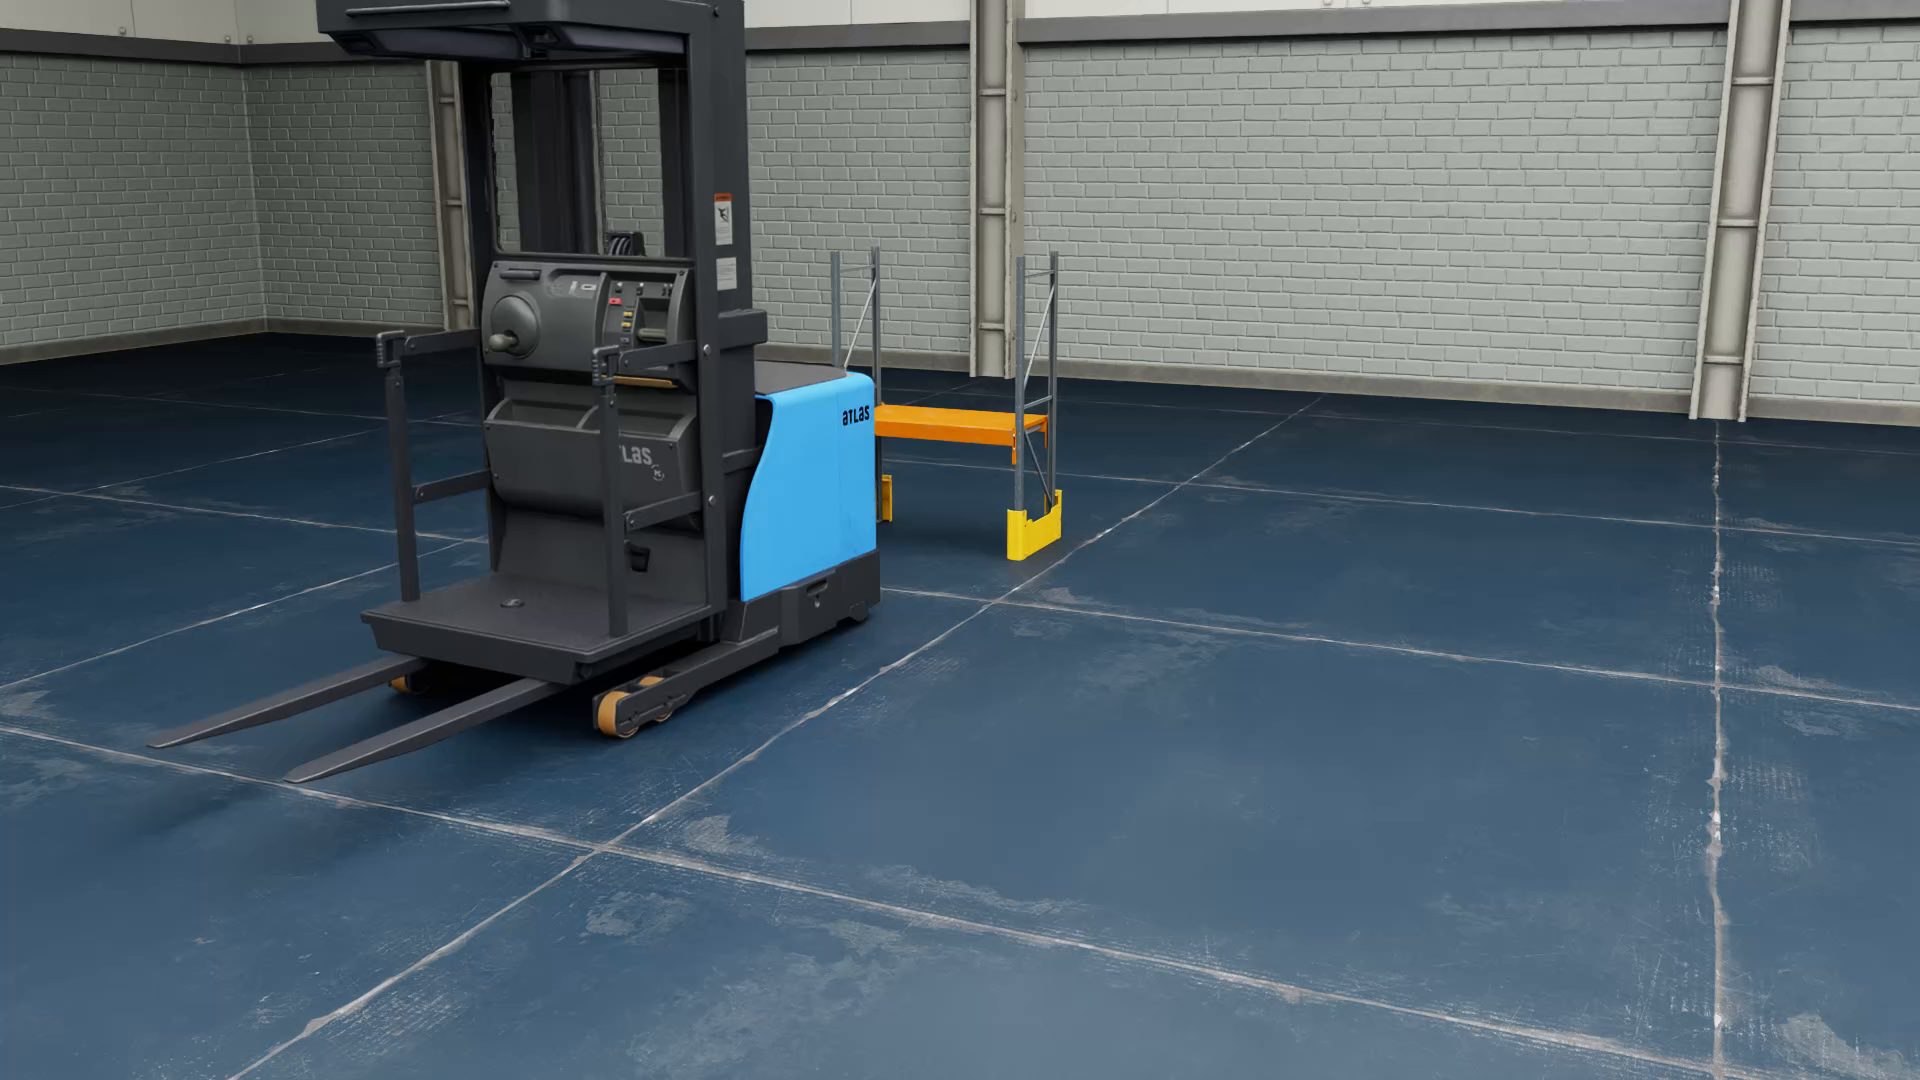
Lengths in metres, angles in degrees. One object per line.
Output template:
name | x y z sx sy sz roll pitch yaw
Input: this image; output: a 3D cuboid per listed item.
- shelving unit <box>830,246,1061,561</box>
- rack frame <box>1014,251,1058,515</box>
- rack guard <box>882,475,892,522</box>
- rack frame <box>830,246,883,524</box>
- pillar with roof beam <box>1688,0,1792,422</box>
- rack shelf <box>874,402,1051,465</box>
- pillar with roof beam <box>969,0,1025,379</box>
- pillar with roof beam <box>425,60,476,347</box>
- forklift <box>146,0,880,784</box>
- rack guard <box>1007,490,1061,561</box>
shelving unit | -0.070 -0.737 8.614 1.083 1.500 0.587 6 14 23
rack frame | 0.387 -0.691 8.417 0.032 1.500 0.500 6 14 23
rack guard | -0.525 -0.175 8.953 0.087 0.250 0.587 6 14 23
rack frame | -0.543 -0.785 8.818 0.032 1.500 0.500 6 14 23
pillar with roof beam | 4.069 -4.423 7.908 0.400 9.000 9.100 6 14 23
rack shelf | -0.078 -0.563 8.658 1.000 0.185 0.538 6 14 23
pillar with roof beam | -1.417 -4.979 10.274 0.400 9.000 9.100 6 14 23
pillar with roof beam | -6.903 -5.534 12.640 0.400 9.000 9.100 6 14 23
forklift | -1.492 -0.851 5.964 1.130 2.935 3.031 7 15 27
rack guard | 0.386 -0.083 8.560 0.087 0.250 0.587 6 14 23
